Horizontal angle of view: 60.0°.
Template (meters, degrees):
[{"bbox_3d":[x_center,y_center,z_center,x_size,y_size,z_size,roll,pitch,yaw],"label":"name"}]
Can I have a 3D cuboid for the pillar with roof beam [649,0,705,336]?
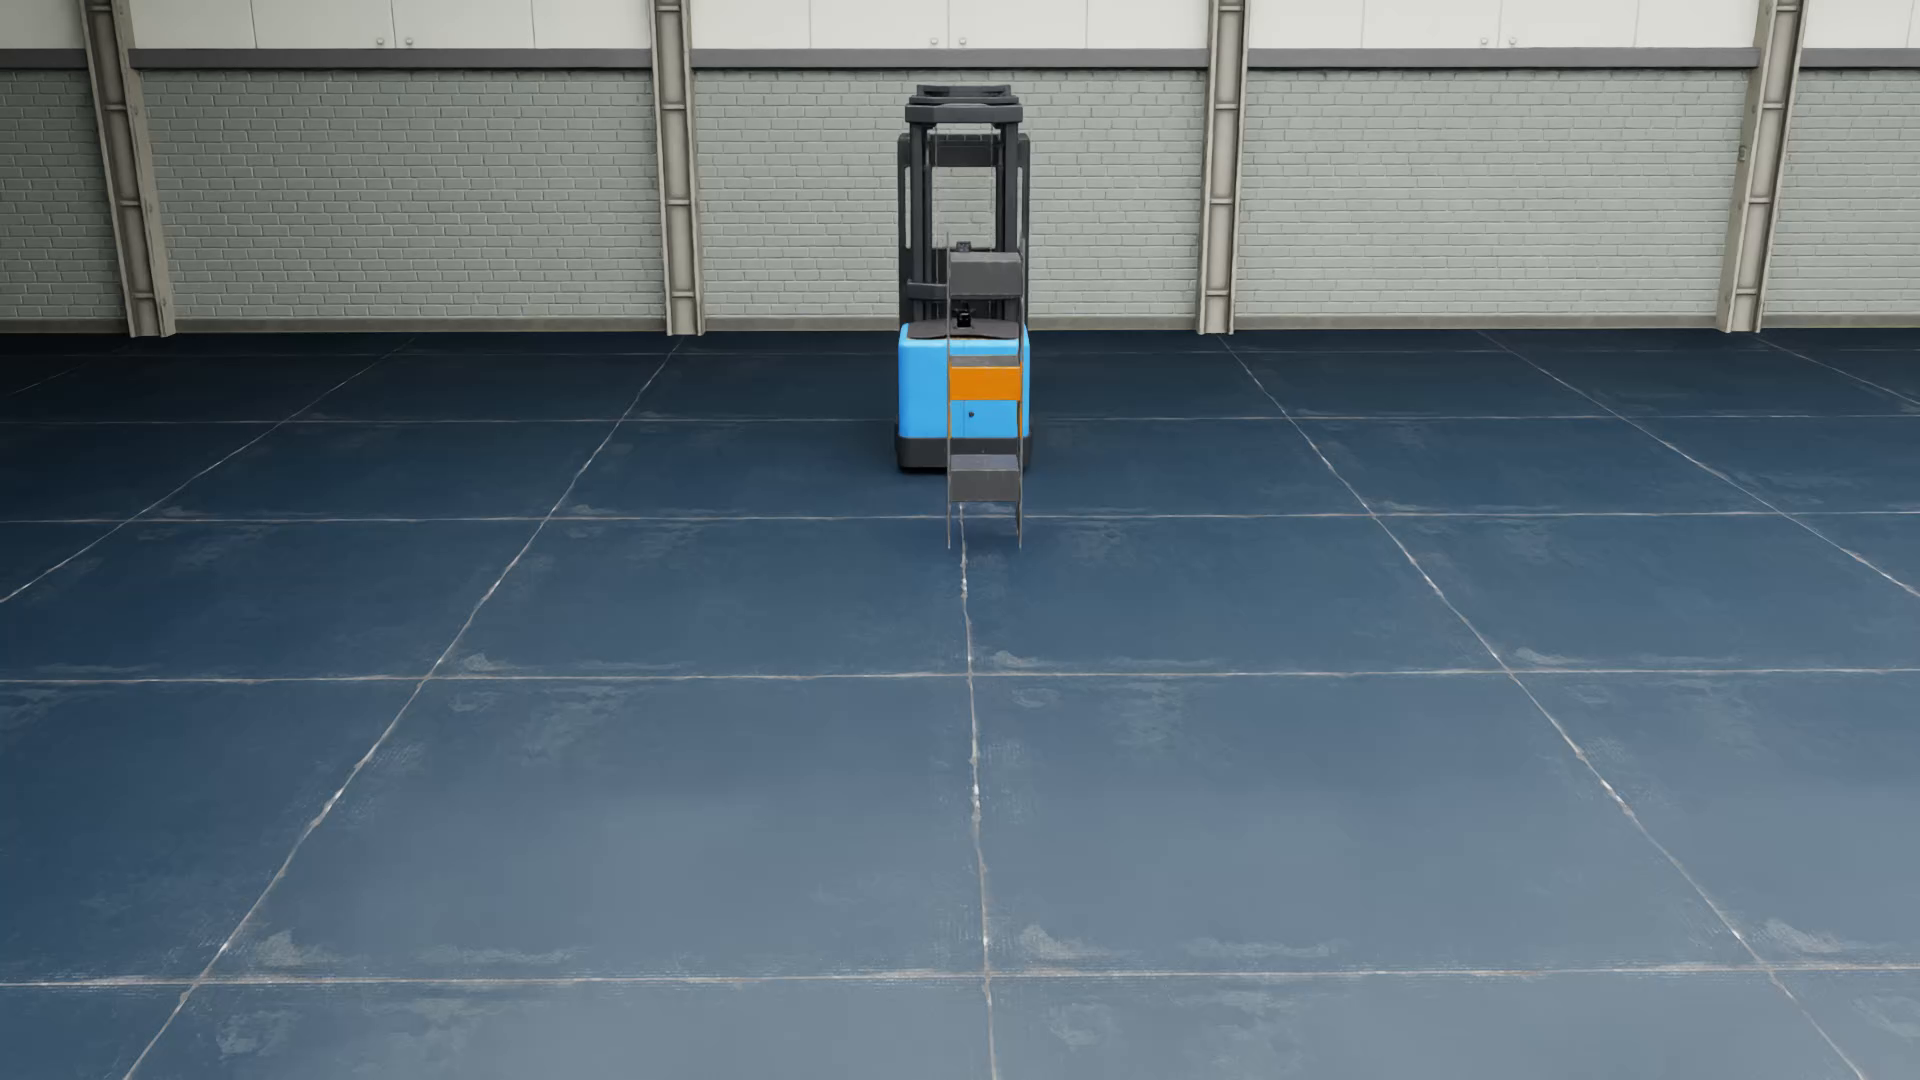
[{"bbox_3d":[-3.035,-5.317,13.389,0.400,9.000,9.100,0,18,-1],"label":"pillar with roof beam"}]

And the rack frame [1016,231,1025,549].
[{"bbox_3d":[0.409,-1.002,11.233,0.015,2.100,0.400,0,18,-1],"label":"rack frame"}]

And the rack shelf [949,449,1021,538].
[{"bbox_3d":[0.166,-0.321,11.447,0.480,0.518,0.431,0,18,-1],"label":"rack shelf"}]

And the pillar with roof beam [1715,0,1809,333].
[{"bbox_3d":[8.963,-5.374,13.569,0.400,9.000,9.100,0,18,-1],"label":"pillar with roof beam"}]

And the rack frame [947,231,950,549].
[{"bbox_3d":[-0.078,-0.999,11.226,0.015,2.100,0.400,0,18,-1],"label":"rack frame"}]

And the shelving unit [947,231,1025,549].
[{"bbox_3d":[0.166,-1.001,11.229,0.503,2.100,0.431,0,18,-1],"label":"shelving unit"}]

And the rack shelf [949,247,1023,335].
[{"bbox_3d":[0.166,-1.654,11.020,0.480,0.518,0.431,0,18,-1],"label":"rack shelf"}]

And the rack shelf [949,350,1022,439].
[{"bbox_3d":[0.166,-0.988,11.233,0.480,0.518,0.431,0,18,-1],"label":"rack shelf"}]

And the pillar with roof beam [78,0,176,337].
[{"bbox_3d":[-9.034,-5.288,13.299,0.400,9.000,9.100,0,18,-1],"label":"pillar with roof beam"}]

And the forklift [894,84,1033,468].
[{"bbox_3d":[0.030,-2.359,14.104,1.130,2.935,3.031,0,18,0],"label":"forklift"}]

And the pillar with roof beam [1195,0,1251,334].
[{"bbox_3d":[2.964,-5.345,13.479,0.400,9.000,9.100,0,18,-1],"label":"pillar with roof beam"}]
